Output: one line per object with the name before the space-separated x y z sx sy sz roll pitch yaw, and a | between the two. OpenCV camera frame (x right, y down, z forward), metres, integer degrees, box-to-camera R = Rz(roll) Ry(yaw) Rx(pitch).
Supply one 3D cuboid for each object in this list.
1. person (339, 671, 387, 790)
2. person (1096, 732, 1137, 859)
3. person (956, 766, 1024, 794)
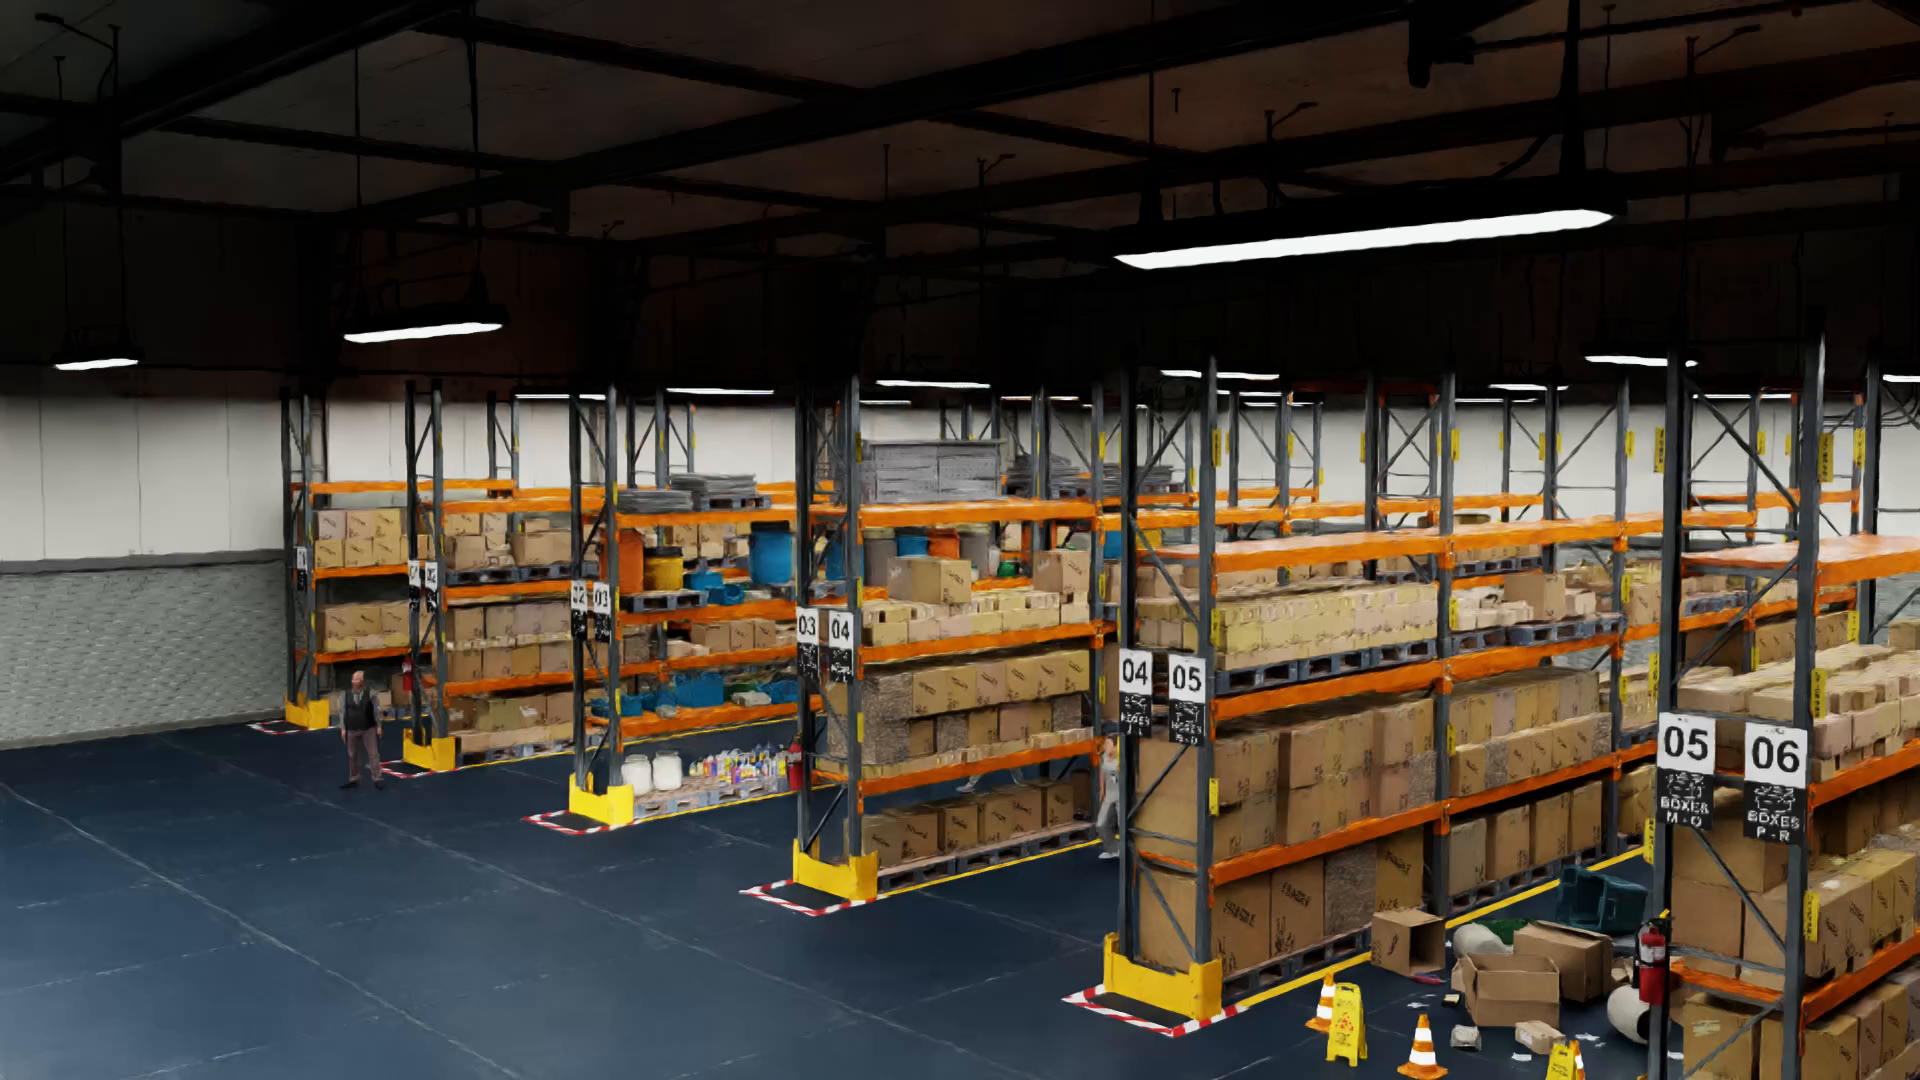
person | -8.661 2.752 24.107 0.698 1.718 0.499 -1 4 -12
person | 1.894 3.096 19.952 0.580 1.601 0.507 4 5 44
person | 0.460 2.775 23.737 1.036 1.724 0.553 -3 4 -35
